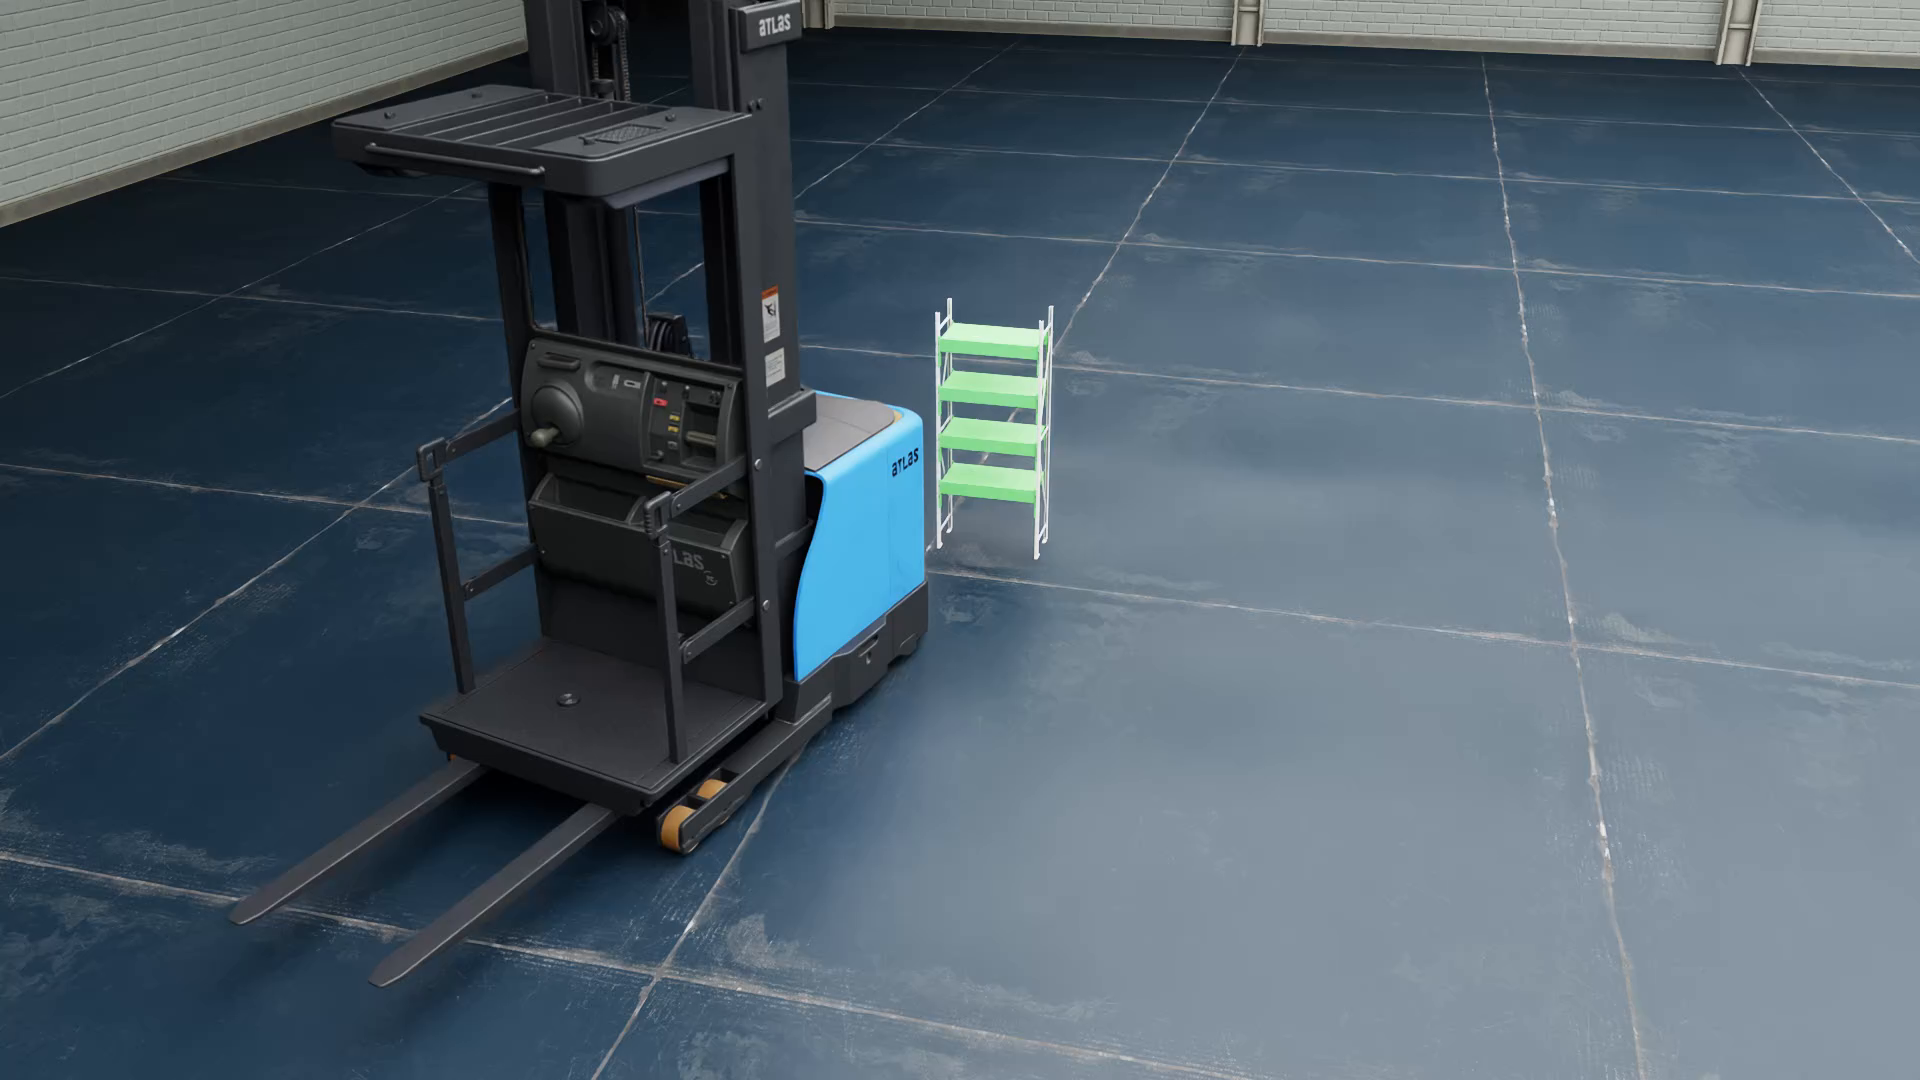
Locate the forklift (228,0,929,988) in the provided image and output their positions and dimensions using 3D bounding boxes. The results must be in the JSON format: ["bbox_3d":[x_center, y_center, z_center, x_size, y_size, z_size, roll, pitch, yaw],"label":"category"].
[{"bbox_3d":[-1.286,-0.432,5.748,1.130,2.935,3.031,13,28,26],"label":"forklift"}]

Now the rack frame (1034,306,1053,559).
[{"bbox_3d":[0.397,-0.498,7.900,0.015,1.200,0.240,6,26,13],"label":"rack frame"}]

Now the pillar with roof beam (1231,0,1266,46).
[{"bbox_3d":[2.742,-8.865,16.402,0.400,9.000,9.100,6,26,13],"label":"pillar with roof beam"}]

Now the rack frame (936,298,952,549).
[{"bbox_3d":[-0.076,-0.550,8.010,0.015,1.200,0.240,6,26,13],"label":"rack frame"}]

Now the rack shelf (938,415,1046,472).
[{"bbox_3d":[0.160,-0.466,7.982,0.480,0.148,0.258,6,26,13],"label":"rack shelf"}]

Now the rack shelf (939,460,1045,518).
[{"bbox_3d":[0.160,-0.250,8.085,0.480,0.148,0.258,6,26,13],"label":"rack shelf"}]

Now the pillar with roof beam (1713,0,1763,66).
[{"bbox_3d":[8.553,-8.223,15.053,0.400,9.000,9.100,6,26,13],"label":"pillar with roof beam"}]

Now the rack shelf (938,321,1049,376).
[{"bbox_3d":[0.160,-0.900,7.776,0.480,0.148,0.258,6,26,13],"label":"rack shelf"}]

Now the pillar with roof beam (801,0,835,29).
[{"bbox_3d":[-3.069,-9.508,17.751,0.400,9.000,9.100,6,26,13],"label":"pillar with roof beam"}]

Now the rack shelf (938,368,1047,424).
[{"bbox_3d":[0.160,-0.683,7.879,0.480,0.148,0.258,6,26,13],"label":"rack shelf"}]

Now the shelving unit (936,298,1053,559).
[{"bbox_3d":[0.160,-0.524,7.955,0.503,1.200,0.258,6,26,13],"label":"shelving unit"}]
